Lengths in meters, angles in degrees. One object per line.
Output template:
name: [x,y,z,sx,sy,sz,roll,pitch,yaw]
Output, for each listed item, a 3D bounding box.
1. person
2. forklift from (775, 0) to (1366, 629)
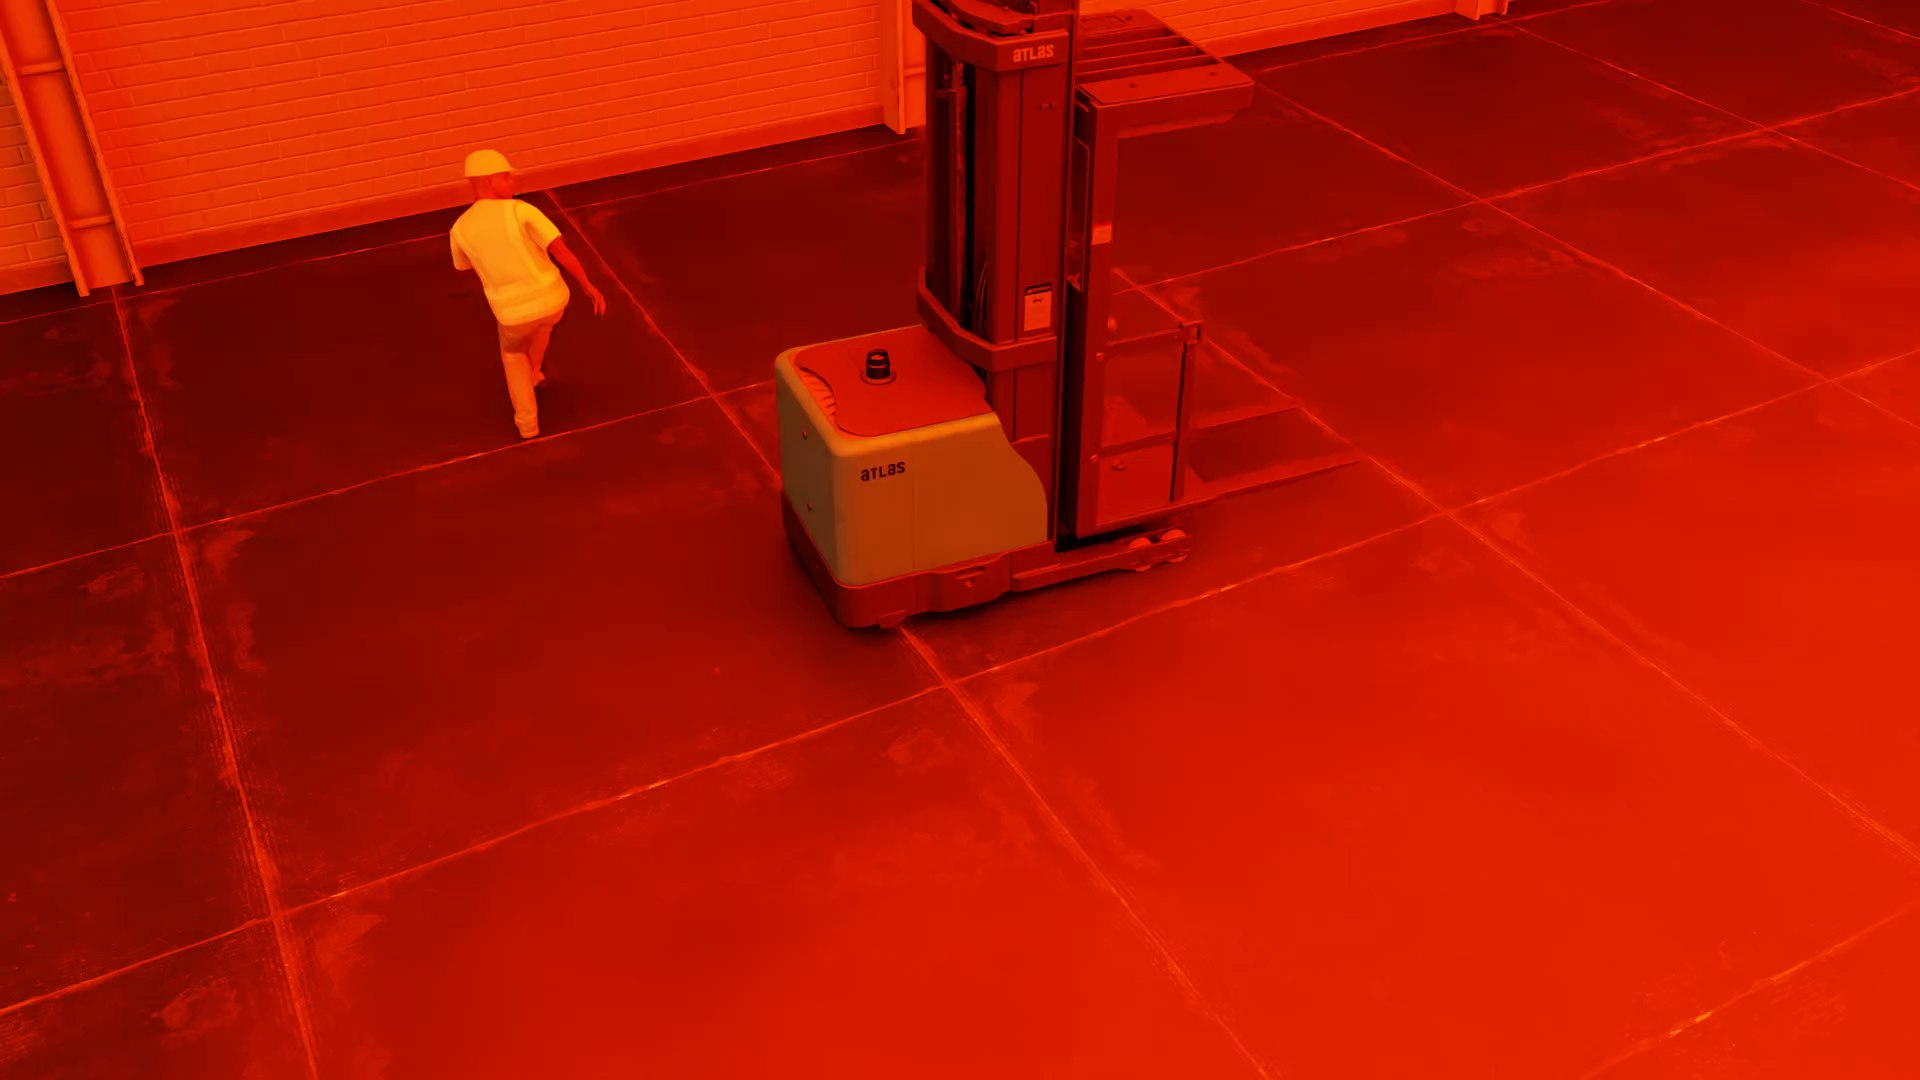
person: [-2.400,-1.426,9.326,0.806,1.583,0.822,-6,36,-9]
forklift: [0.650,-1.308,7.974,3.031,2.935,1.130,-13,37,-18]
